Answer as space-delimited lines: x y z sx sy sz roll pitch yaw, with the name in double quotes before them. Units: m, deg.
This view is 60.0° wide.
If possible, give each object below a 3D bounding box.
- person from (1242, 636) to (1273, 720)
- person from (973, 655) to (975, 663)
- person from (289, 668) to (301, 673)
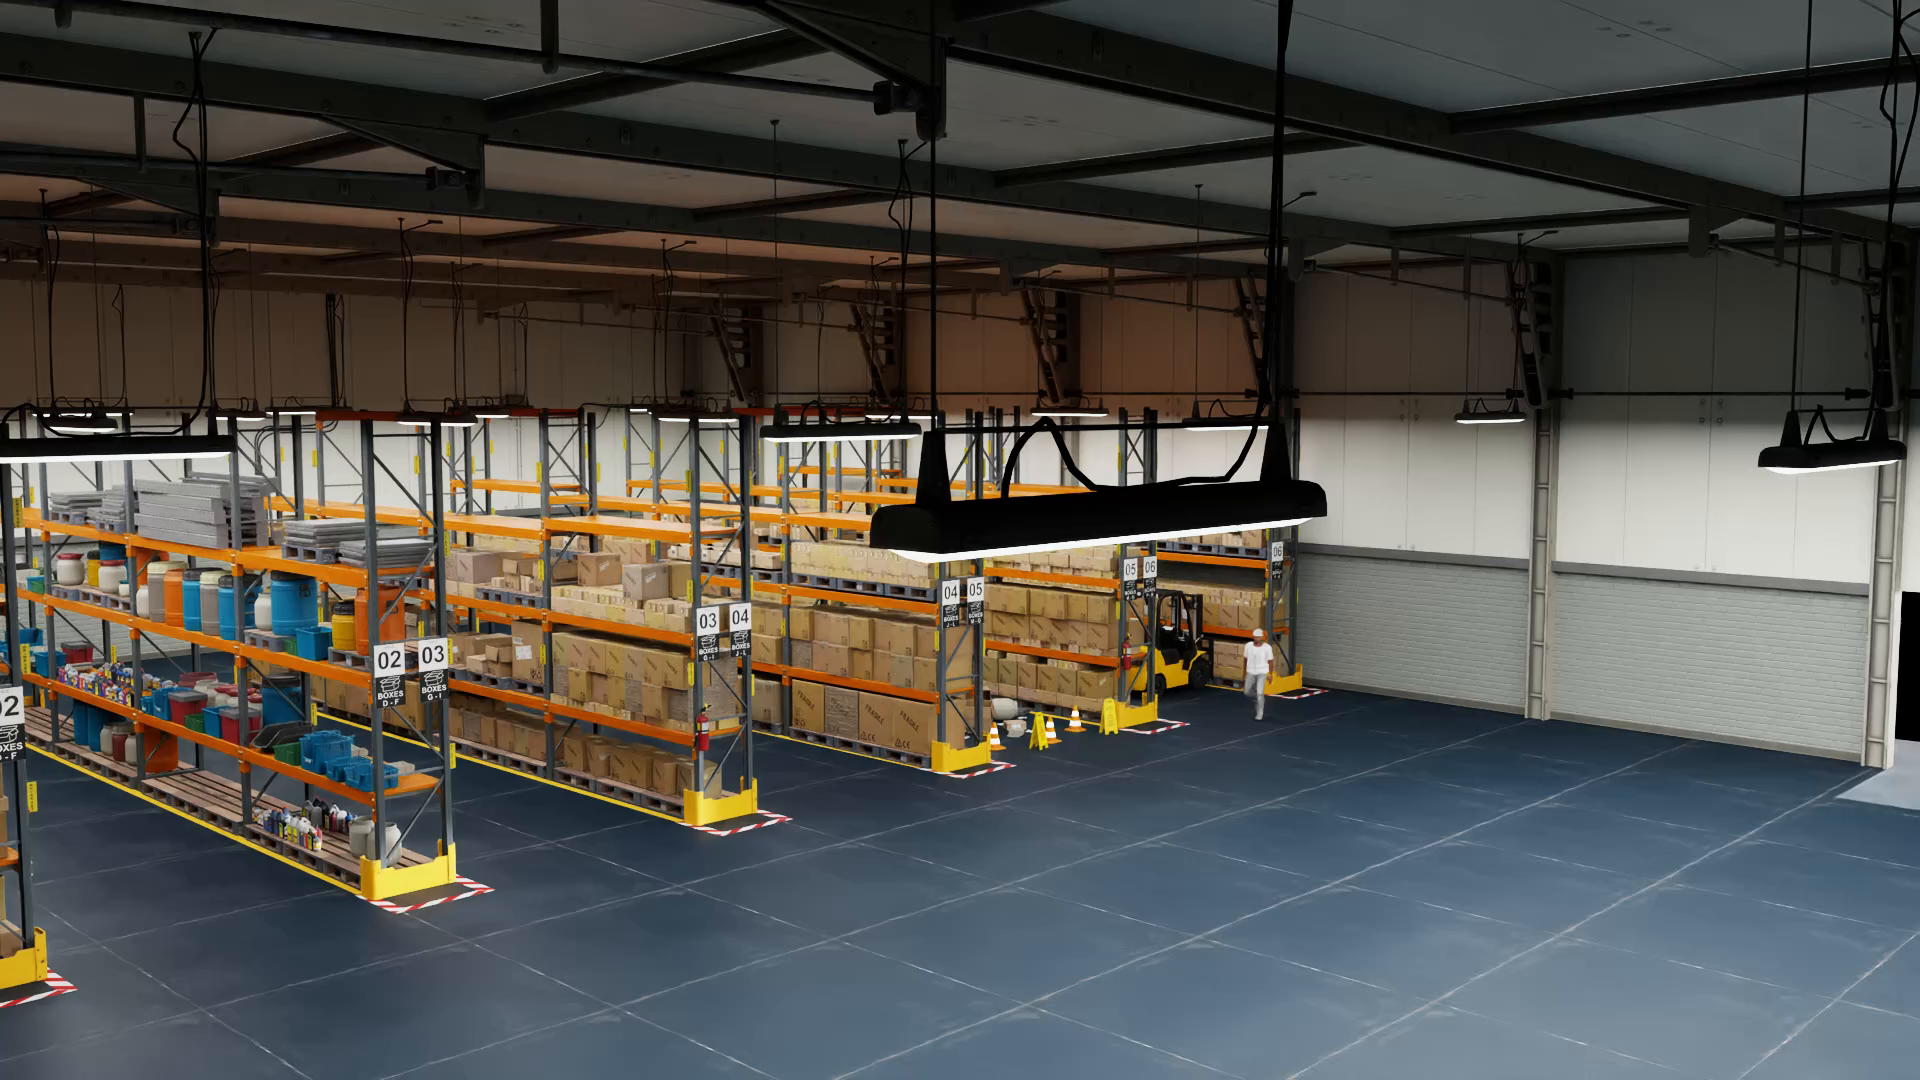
"person" 5.803 2.644 32.366 0.621 1.638 0.671 3 6 29
"person" 0.354 2.068 38.809 0.399 1.681 0.491 1 5 13
"person" -11.577 2.970 29.042 0.448 1.585 0.439 -2 5 -17
